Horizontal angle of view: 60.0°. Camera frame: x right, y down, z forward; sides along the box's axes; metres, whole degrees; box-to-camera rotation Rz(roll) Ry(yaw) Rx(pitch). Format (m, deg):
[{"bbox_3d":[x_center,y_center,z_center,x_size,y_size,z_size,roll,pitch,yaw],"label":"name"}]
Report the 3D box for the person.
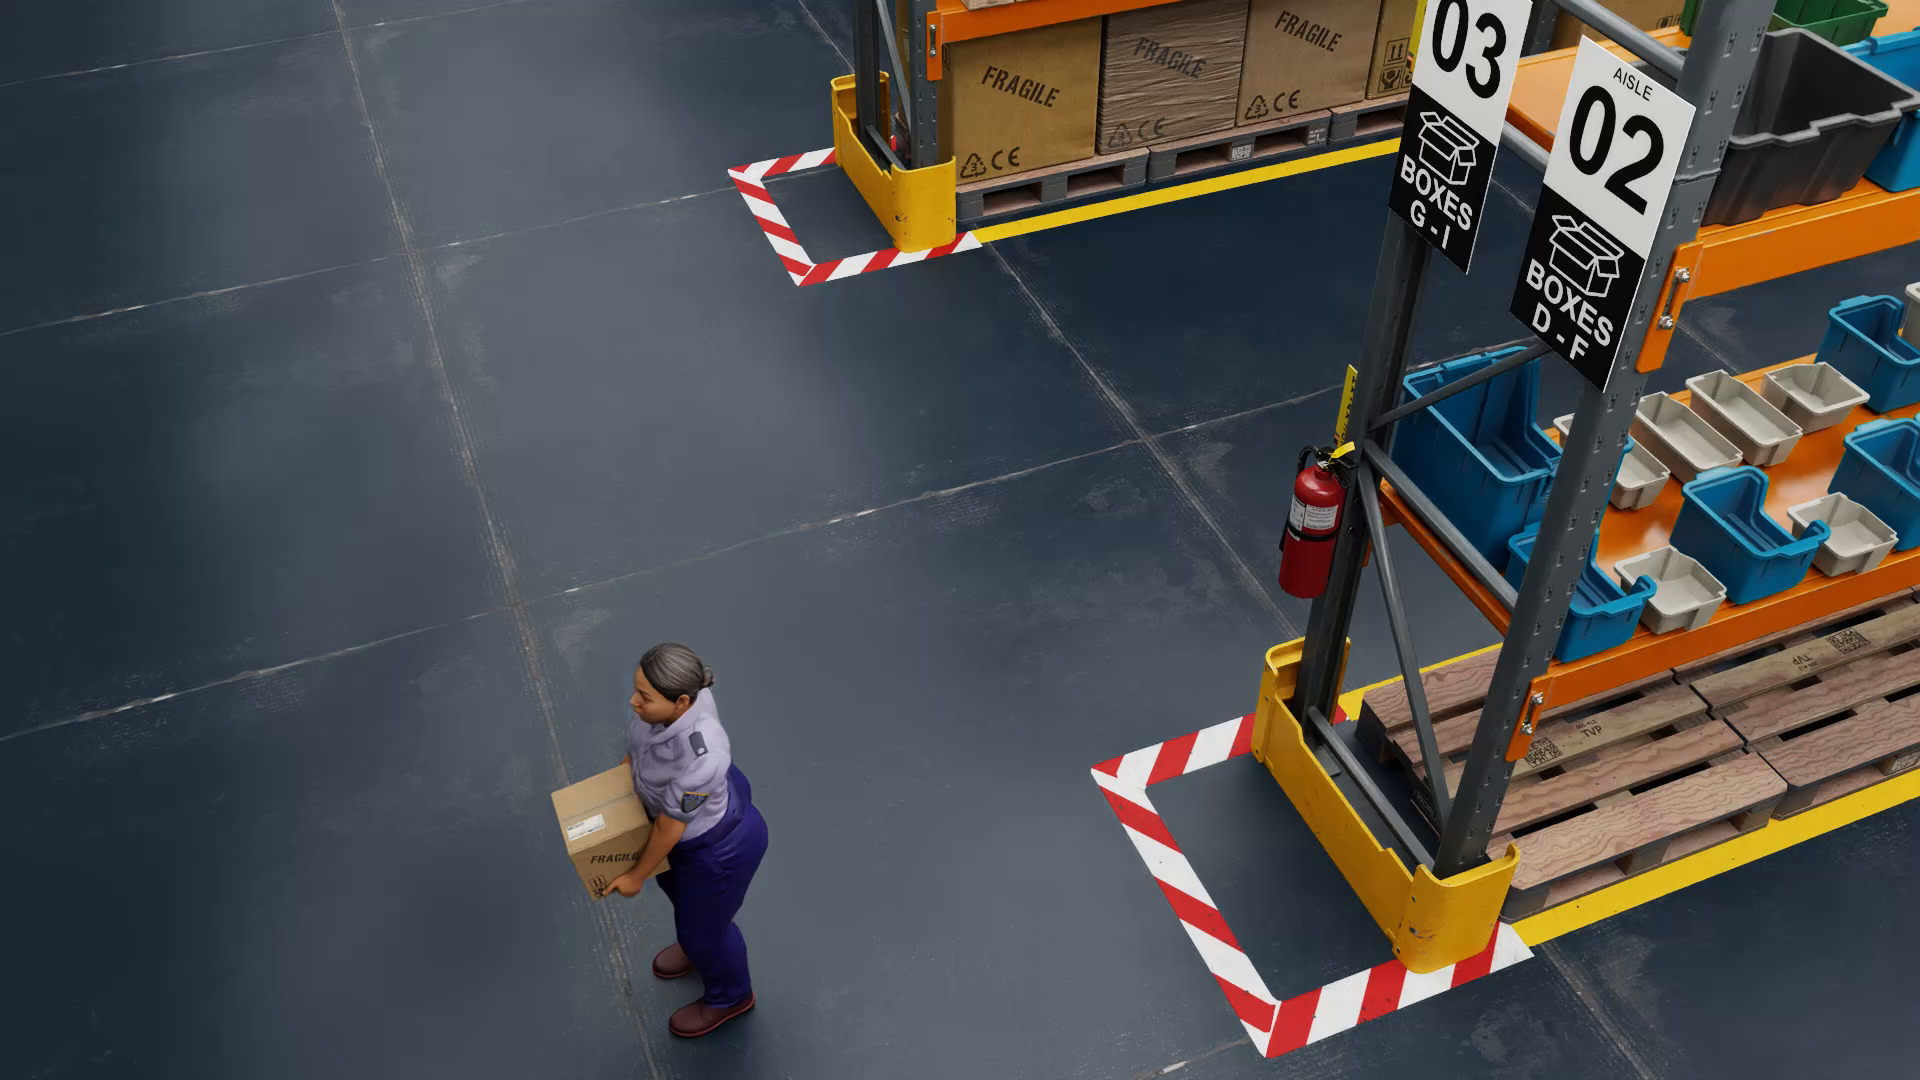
[{"bbox_3d":[-0.871,0.929,5.148,0.529,1.646,0.434,-16,44,-17],"label":"person"}]
